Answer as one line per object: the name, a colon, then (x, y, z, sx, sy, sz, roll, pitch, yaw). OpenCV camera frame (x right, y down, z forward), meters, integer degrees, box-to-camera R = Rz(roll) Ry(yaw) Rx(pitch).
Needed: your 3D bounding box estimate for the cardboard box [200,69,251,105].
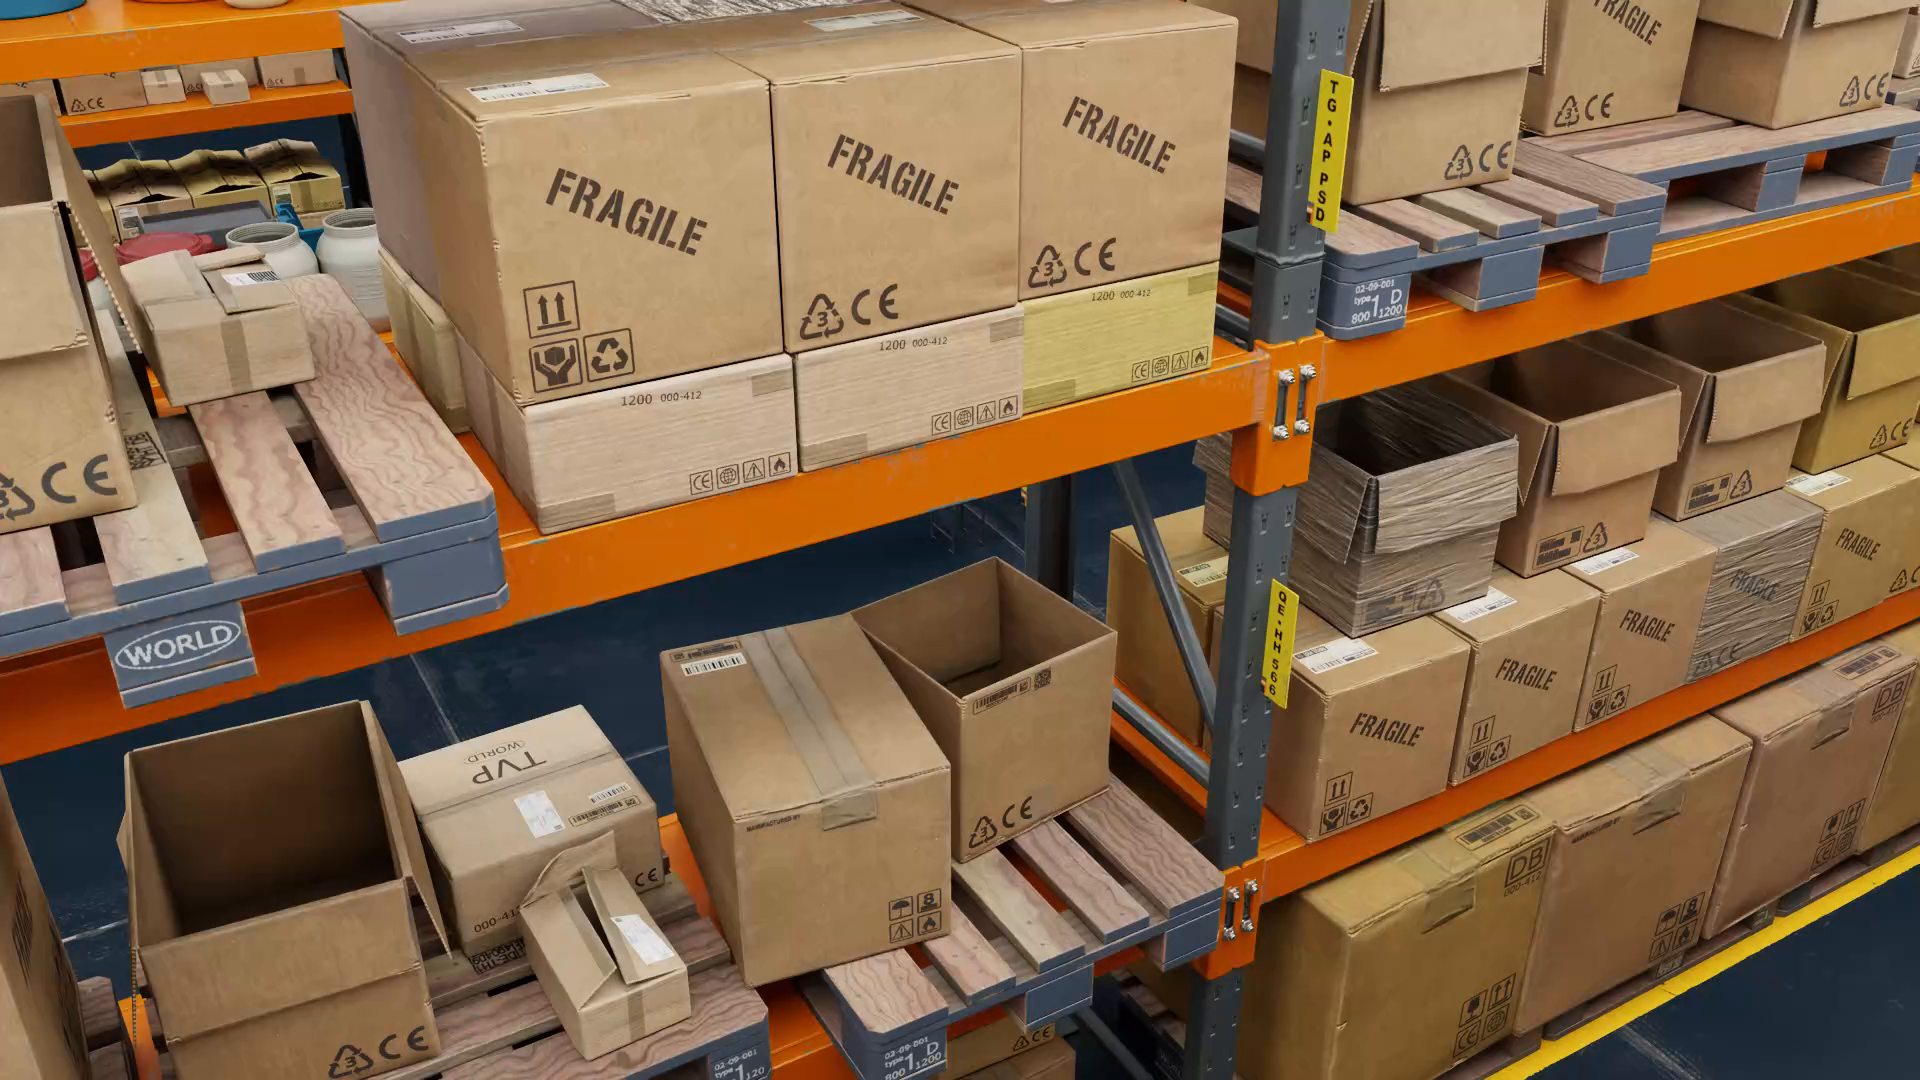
cardboard box: (-5.155, -3.179, 11.665, 0.250, 0.149, 0.380, -16, 33, -26)

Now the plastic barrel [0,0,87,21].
plastic barrel: (-4.006, -2.648, 6.821, 0.708, 0.901, 0.600, -16, 33, -26)

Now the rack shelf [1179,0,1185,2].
rack shelf: (0.653, -4.778, 15.047, 4.000, 0.370, 1.077, -16, 33, -26)

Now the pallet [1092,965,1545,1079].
pallet: (1.213, 1.563, 5.699, 1.213, 0.211, 1.003, -16, 33, -26)

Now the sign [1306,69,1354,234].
sign: (0.769, -0.809, 3.473, 0.005, 0.325, 0.100, -16, 33, -26)

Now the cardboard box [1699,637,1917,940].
cardboard box: (2.632, 0.655, 6.223, 0.875, 0.875, 1.225, -17, 33, -28)

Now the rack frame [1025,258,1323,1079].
rack frame: (0.495, 0.504, 4.733, 0.127, 3.000, 1.000, -16, 33, -26)

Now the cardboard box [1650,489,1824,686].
cardboard box: (2.368, 0.079, 5.399, 0.500, 0.500, 0.500, -16, 33, -26)

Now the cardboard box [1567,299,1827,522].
cardboard box: (2.272, -0.477, 5.368, 0.637, 0.503, 0.797, -15, 32, -25)

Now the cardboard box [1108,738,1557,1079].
cardboard box: (1.101, 1.090, 5.435, 0.875, 0.875, 1.225, -17, 33, -29)

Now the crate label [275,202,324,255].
crate label: (-3.007, -1.445, 8.226, 0.616, 0.435, 0.502, -16, 33, -26)

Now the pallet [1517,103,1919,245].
pallet: (1.986, -1.182, 4.878, 1.213, 0.211, 1.003, -14, 32, -24)

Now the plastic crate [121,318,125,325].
plastic crate: (-4.104, -1.032, 7.734, 0.662, 0.188, 0.450, -16, 33, -26)

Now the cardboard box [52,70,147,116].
cardboard box: (-5.958, -3.250, 11.432, 0.500, 0.500, 0.500, -18, 34, -29)

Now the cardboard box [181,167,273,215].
cardboard box: (-5.292, -2.489, 11.986, 0.500, 0.311, 0.500, -16, 33, -27)

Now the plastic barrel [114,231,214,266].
plastic barrel: (-3.521, -1.068, 7.441, 0.433, 0.535, 0.433, 0, 29, 0)

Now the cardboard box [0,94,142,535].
cardboard box: (-1.686, -0.364, 2.660, 0.637, 0.503, 0.797, -14, 32, -24)

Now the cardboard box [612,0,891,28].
cardboard box: (-0.479, -0.942, 3.627, 0.500, 0.500, 0.500, -16, 33, -26)

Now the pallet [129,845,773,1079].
pallet: (-1.191, 1.089, 3.870, 1.213, 0.211, 1.003, -16, 33, -26)

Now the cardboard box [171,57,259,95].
cardboard box: (-5.389, -3.447, 11.983, 0.500, 0.311, 0.500, -16, 33, -27)

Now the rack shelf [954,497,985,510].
rack shelf: (-0.012, -0.273, 8.591, 0.180, 0.103, 0.258, -16, 33, -26)

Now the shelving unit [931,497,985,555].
shelving unit: (-0.012, -0.522, 8.454, 0.189, 1.200, 0.258, -16, 33, -26)

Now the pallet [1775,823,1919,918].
pallet: (3.317, 0.966, 6.782, 1.213, 0.211, 1.003, -16, 33, -26)

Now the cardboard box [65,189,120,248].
cardboard box: (-6.161, -2.245, 11.544, 0.500, 0.311, 0.500, -15, 32, -25)

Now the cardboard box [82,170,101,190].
cardboard box: (-6.453, -2.462, 11.937, 0.500, 0.311, 0.500, -16, 33, -27)

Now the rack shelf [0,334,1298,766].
rack shelf: (-1.229, -0.005, 3.295, 4.000, 0.370, 1.077, -16, 33, -26)

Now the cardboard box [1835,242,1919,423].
cardboard box: (3.398, -0.799, 5.951, 0.637, 0.503, 0.797, -17, 33, -28)

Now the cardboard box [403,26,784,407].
cardboard box: (-0.660, -0.606, 3.019, 0.500, 0.500, 0.500, -15, 32, -25)

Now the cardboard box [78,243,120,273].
cardboard box: (-6.170, -1.997, 11.675, 0.500, 0.250, 0.500, -15, 32, -25)

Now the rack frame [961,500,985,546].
rack frame: (0.066, -0.544, 8.494, 0.006, 1.200, 0.240, -16, 33, -26)

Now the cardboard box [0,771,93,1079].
cardboard box: (-2.197, 0.900, 2.959, 1.000, 1.000, 1.000, -16, 33, -26)

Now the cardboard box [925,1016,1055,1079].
cardboard box: (-0.067, 1.254, 4.729, 0.500, 0.250, 0.500, -14, 32, -24)

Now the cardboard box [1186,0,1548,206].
cardboard box: (0.985, -1.218, 4.207, 0.637, 0.503, 0.797, -14, 32, -23)

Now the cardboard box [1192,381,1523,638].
cardboard box: (1.134, -0.151, 4.778, 0.637, 0.503, 0.797, -15, 32, -25)

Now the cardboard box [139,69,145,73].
cardboard box: (-8.130, -4.509, 15.948, 0.500, 0.500, 0.700, -16, 33, -26)

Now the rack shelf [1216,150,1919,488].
rack shelf: (2.220, -0.984, 5.069, 4.000, 0.370, 1.077, -16, 33, -26)

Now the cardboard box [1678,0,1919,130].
cardboard box: (2.246, -1.548, 4.804, 0.637, 0.503, 0.797, -16, 33, -27)

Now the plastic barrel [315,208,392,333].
plastic barrel: (-2.793, -1.268, 7.827, 0.421, 0.512, 0.421, 0, 29, 0)

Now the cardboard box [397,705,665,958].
cardboard box: (-1.066, 0.700, 4.098, 0.500, 0.250, 0.500, -17, 33, -28)

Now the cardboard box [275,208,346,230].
cardboard box: (-4.850, -2.374, 12.358, 0.500, 0.250, 0.500, -15, 32, -25)

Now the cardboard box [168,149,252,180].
cardboard box: (-5.569, -2.712, 12.390, 0.500, 0.311, 0.500, -17, 33, -28)

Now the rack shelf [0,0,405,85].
rack shelf: (-3.738, -2.068, 7.033, 4.000, 0.370, 1.077, -16, 33, -26)

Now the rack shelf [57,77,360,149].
rack shelf: (-6.244, -2.819, 11.499, 4.000, 0.370, 1.077, -16, 33, -26)

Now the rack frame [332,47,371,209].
rack frame: (-4.520, -3.624, 12.212, 0.127, 3.000, 1.000, -16, 33, -26)

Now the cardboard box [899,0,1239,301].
cardboard box: (0.211, -0.851, 3.463, 0.500, 0.500, 0.500, -15, 32, -25)

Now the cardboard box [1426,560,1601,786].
cardboard box: (1.496, 0.327, 4.949, 0.500, 0.500, 0.500, -17, 33, -28)

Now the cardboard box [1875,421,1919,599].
cardboard box: (3.249, -0.173, 5.855, 0.500, 0.500, 0.500, -15, 32, -25)

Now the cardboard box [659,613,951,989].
cardboard box: (-0.381, 0.603, 4.014, 0.500, 0.500, 0.700, -11, 31, -19)

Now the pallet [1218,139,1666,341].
pallet: (1.024, -0.907, 4.379, 1.003, 0.211, 1.213, -14, 32, -24)

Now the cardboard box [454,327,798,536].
cardboard box: (-0.645, -0.277, 3.197, 0.500, 0.250, 0.500, -15, 32, -25)

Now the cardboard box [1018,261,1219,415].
cardboard box: (0.210, -0.525, 3.648, 0.500, 0.250, 0.500, -16, 33, -26)
